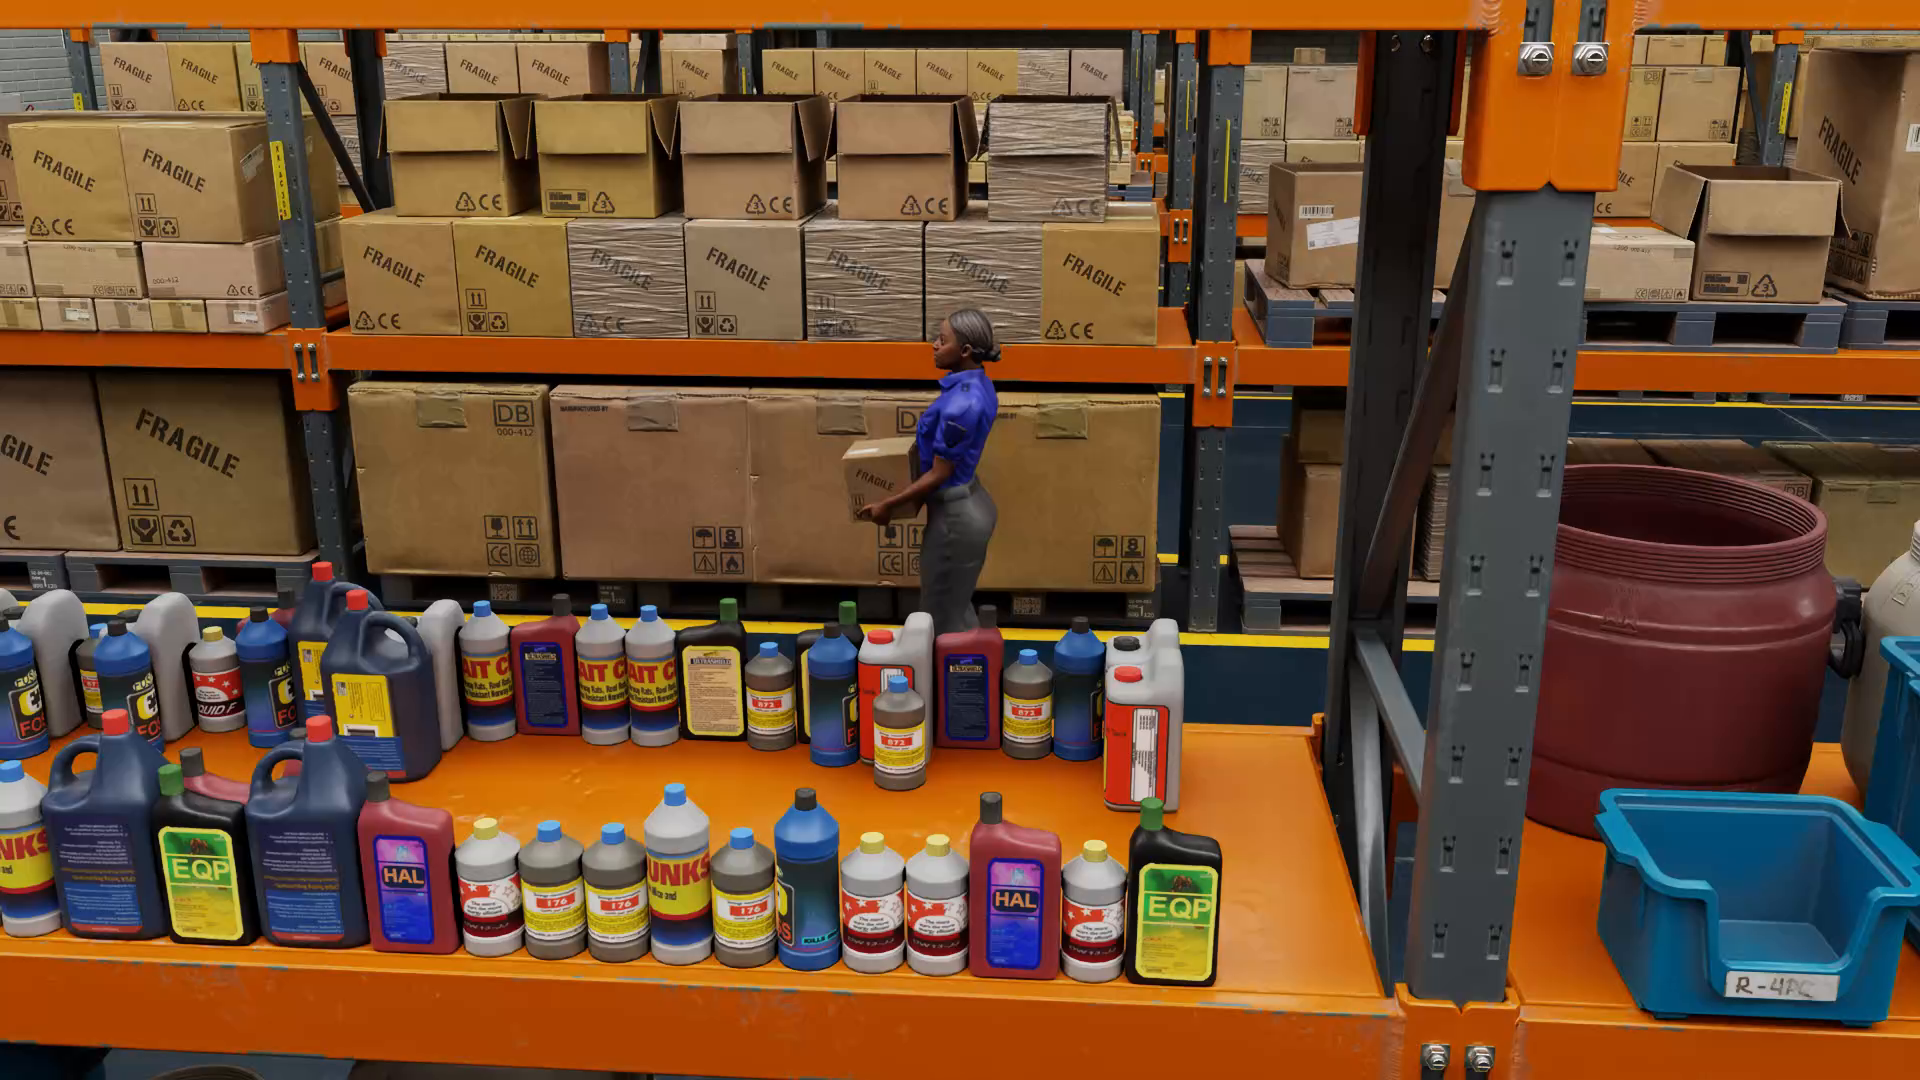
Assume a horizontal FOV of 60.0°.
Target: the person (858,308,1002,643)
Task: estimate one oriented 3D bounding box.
[{"bbox_3d":[-0.102,-0.056,6.252,0.518,1.650,0.451,2,18,8],"label":"person"}]
